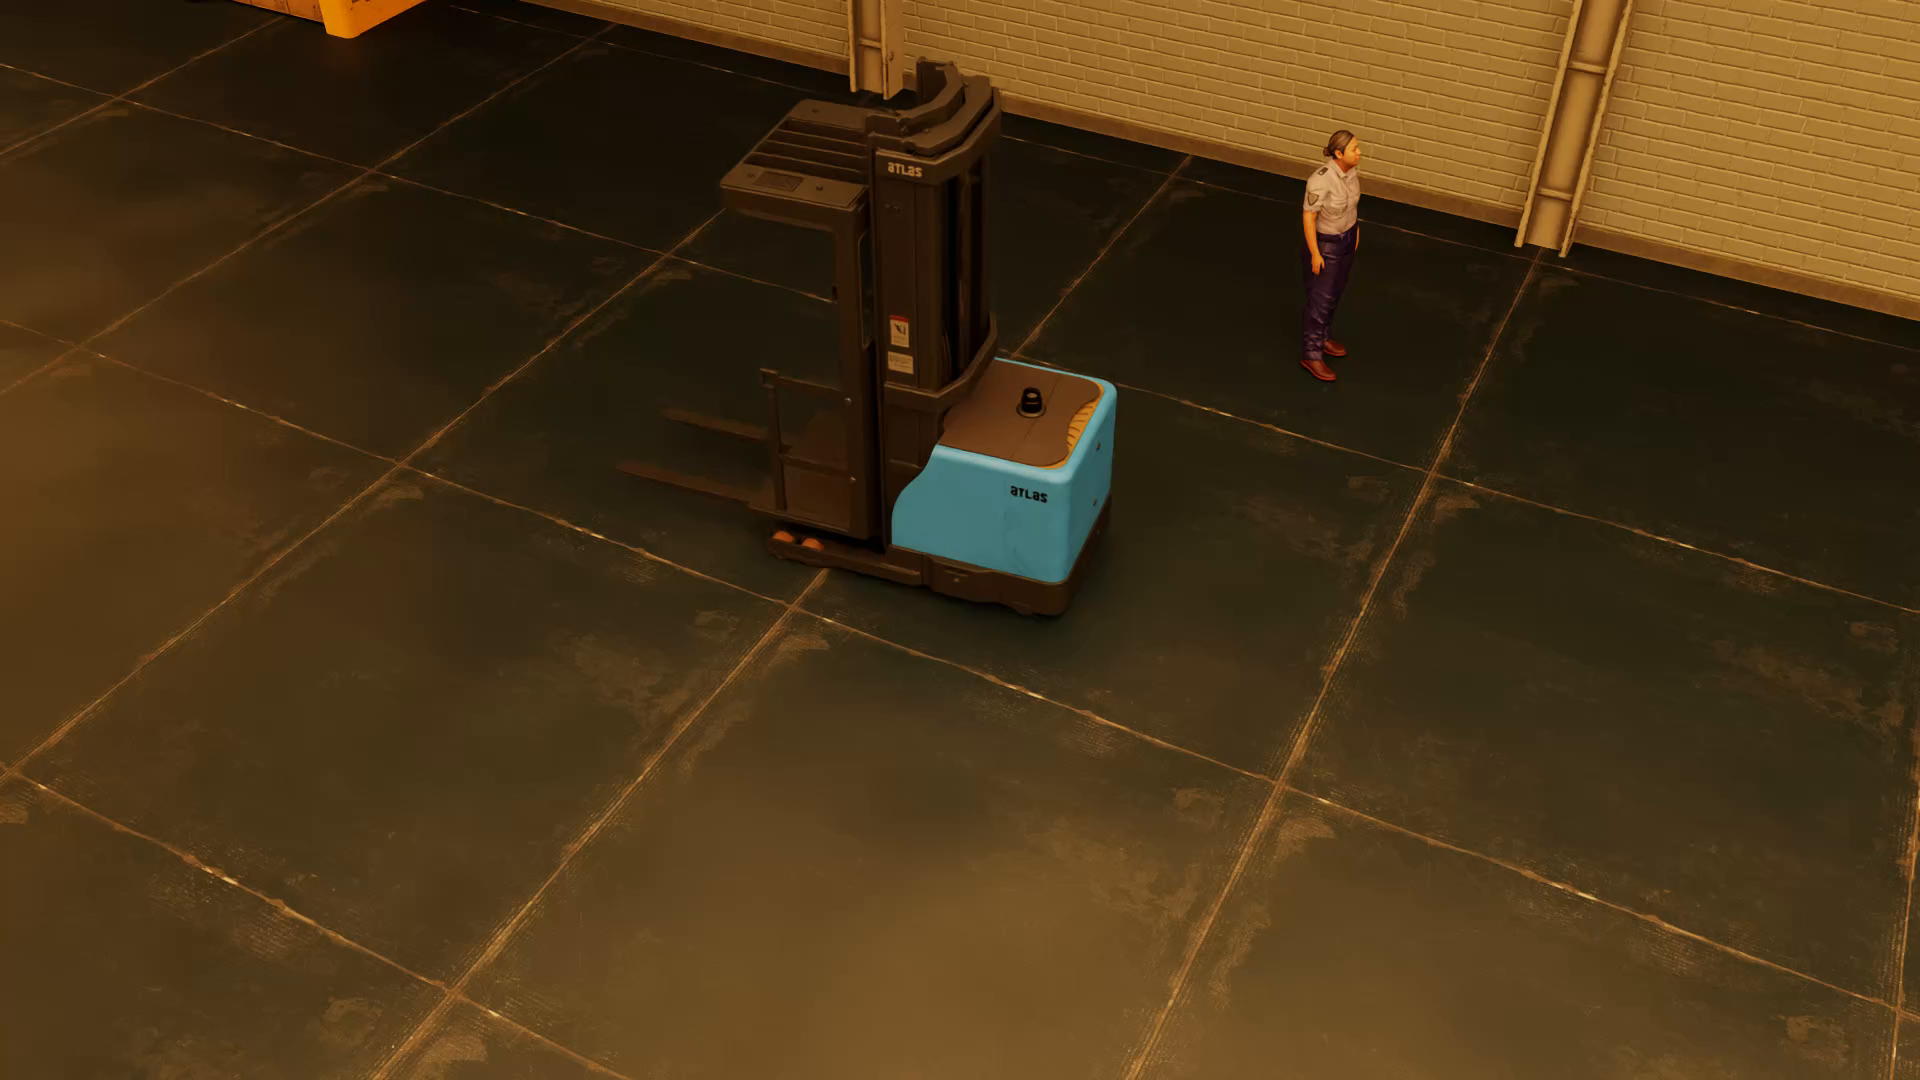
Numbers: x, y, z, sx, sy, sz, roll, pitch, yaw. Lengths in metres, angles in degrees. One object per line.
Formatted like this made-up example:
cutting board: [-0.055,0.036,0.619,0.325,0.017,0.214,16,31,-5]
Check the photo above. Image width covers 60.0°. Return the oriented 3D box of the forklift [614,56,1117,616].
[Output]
forklift: [-0.643,-1.267,9.491,3.031,2.935,1.130,14,42,16]

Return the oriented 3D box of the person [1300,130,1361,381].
person: [2.582,-1.956,11.295,0.503,1.651,0.597,30,49,31]
